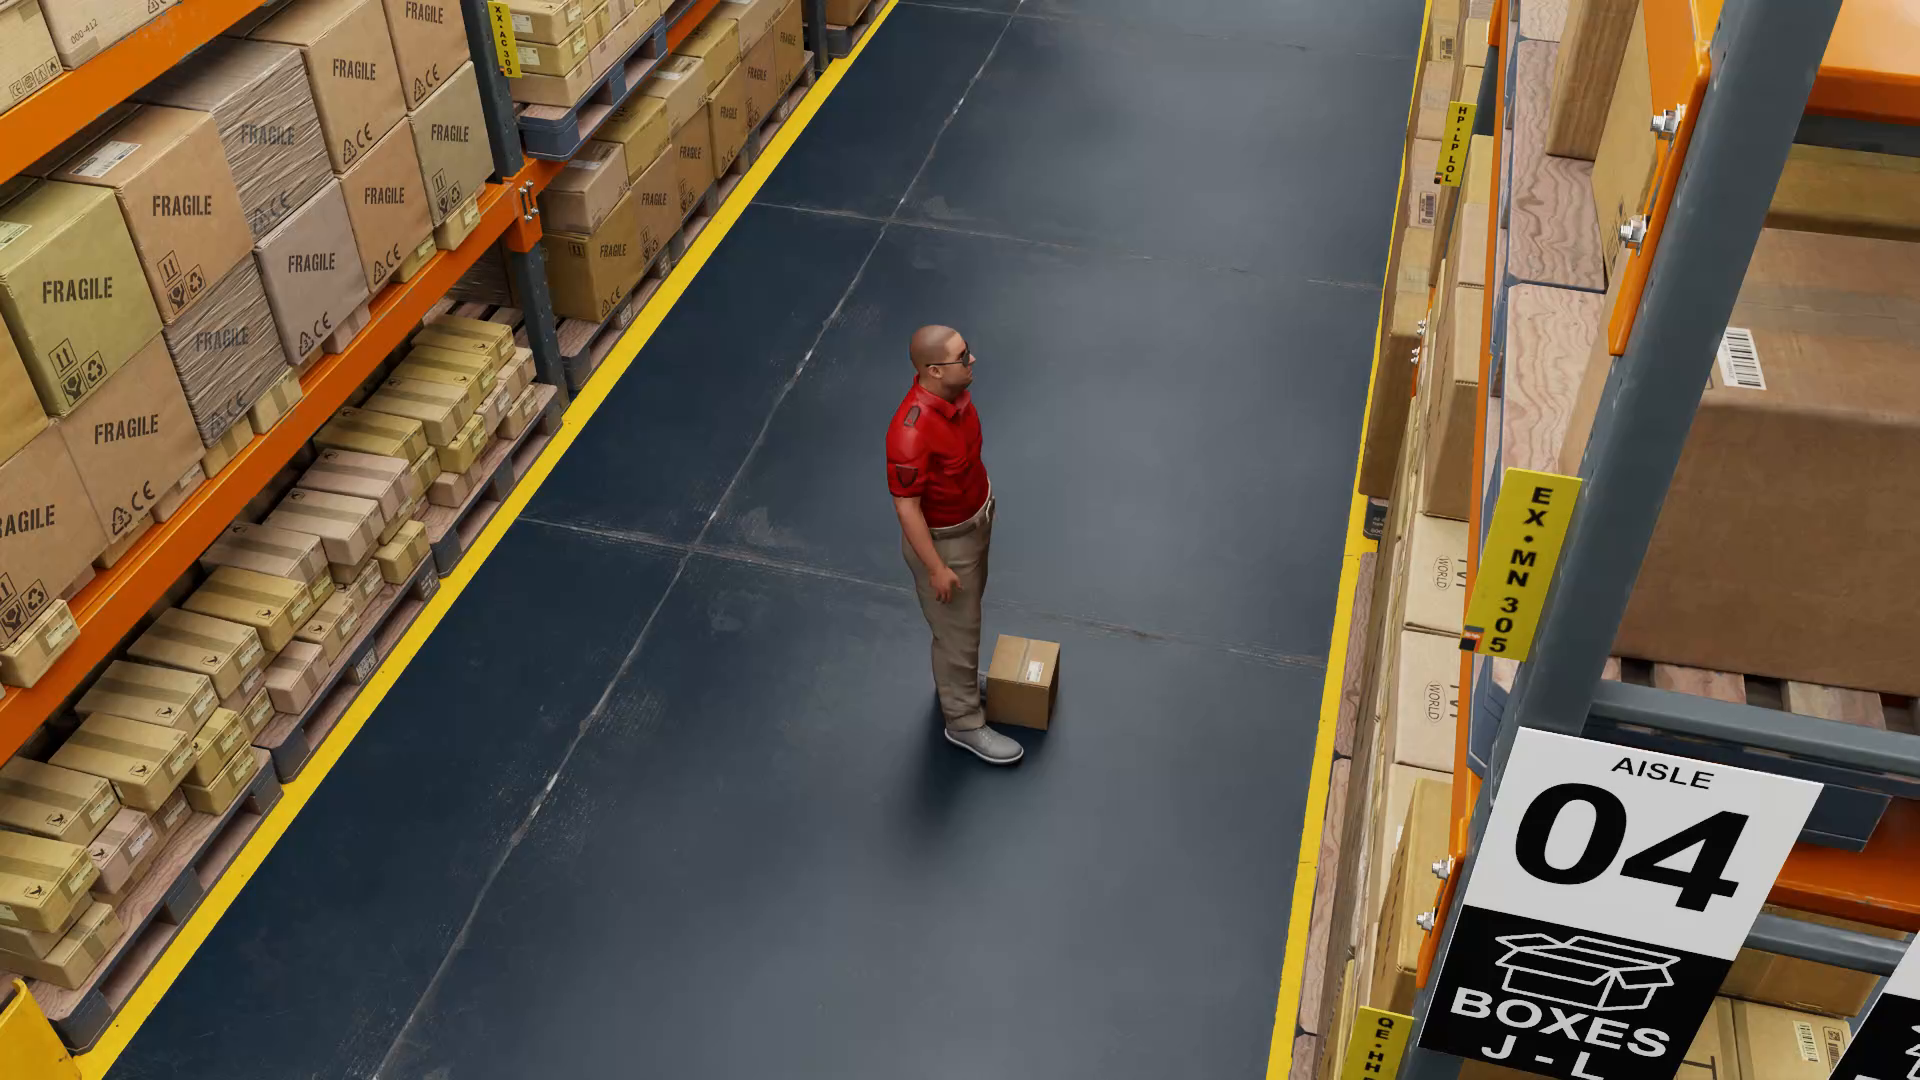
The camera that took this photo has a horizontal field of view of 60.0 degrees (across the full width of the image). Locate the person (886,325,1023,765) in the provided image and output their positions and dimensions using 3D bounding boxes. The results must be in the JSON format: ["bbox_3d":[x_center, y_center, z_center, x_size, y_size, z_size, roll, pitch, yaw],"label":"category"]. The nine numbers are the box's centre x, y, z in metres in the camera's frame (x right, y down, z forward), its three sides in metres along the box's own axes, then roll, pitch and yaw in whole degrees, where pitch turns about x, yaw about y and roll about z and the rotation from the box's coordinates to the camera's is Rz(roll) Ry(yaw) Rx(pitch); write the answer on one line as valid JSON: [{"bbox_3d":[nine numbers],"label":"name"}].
[{"bbox_3d":[0.047,-0.011,6.168,0.550,1.727,0.641,10,42,11],"label":"person"}]
